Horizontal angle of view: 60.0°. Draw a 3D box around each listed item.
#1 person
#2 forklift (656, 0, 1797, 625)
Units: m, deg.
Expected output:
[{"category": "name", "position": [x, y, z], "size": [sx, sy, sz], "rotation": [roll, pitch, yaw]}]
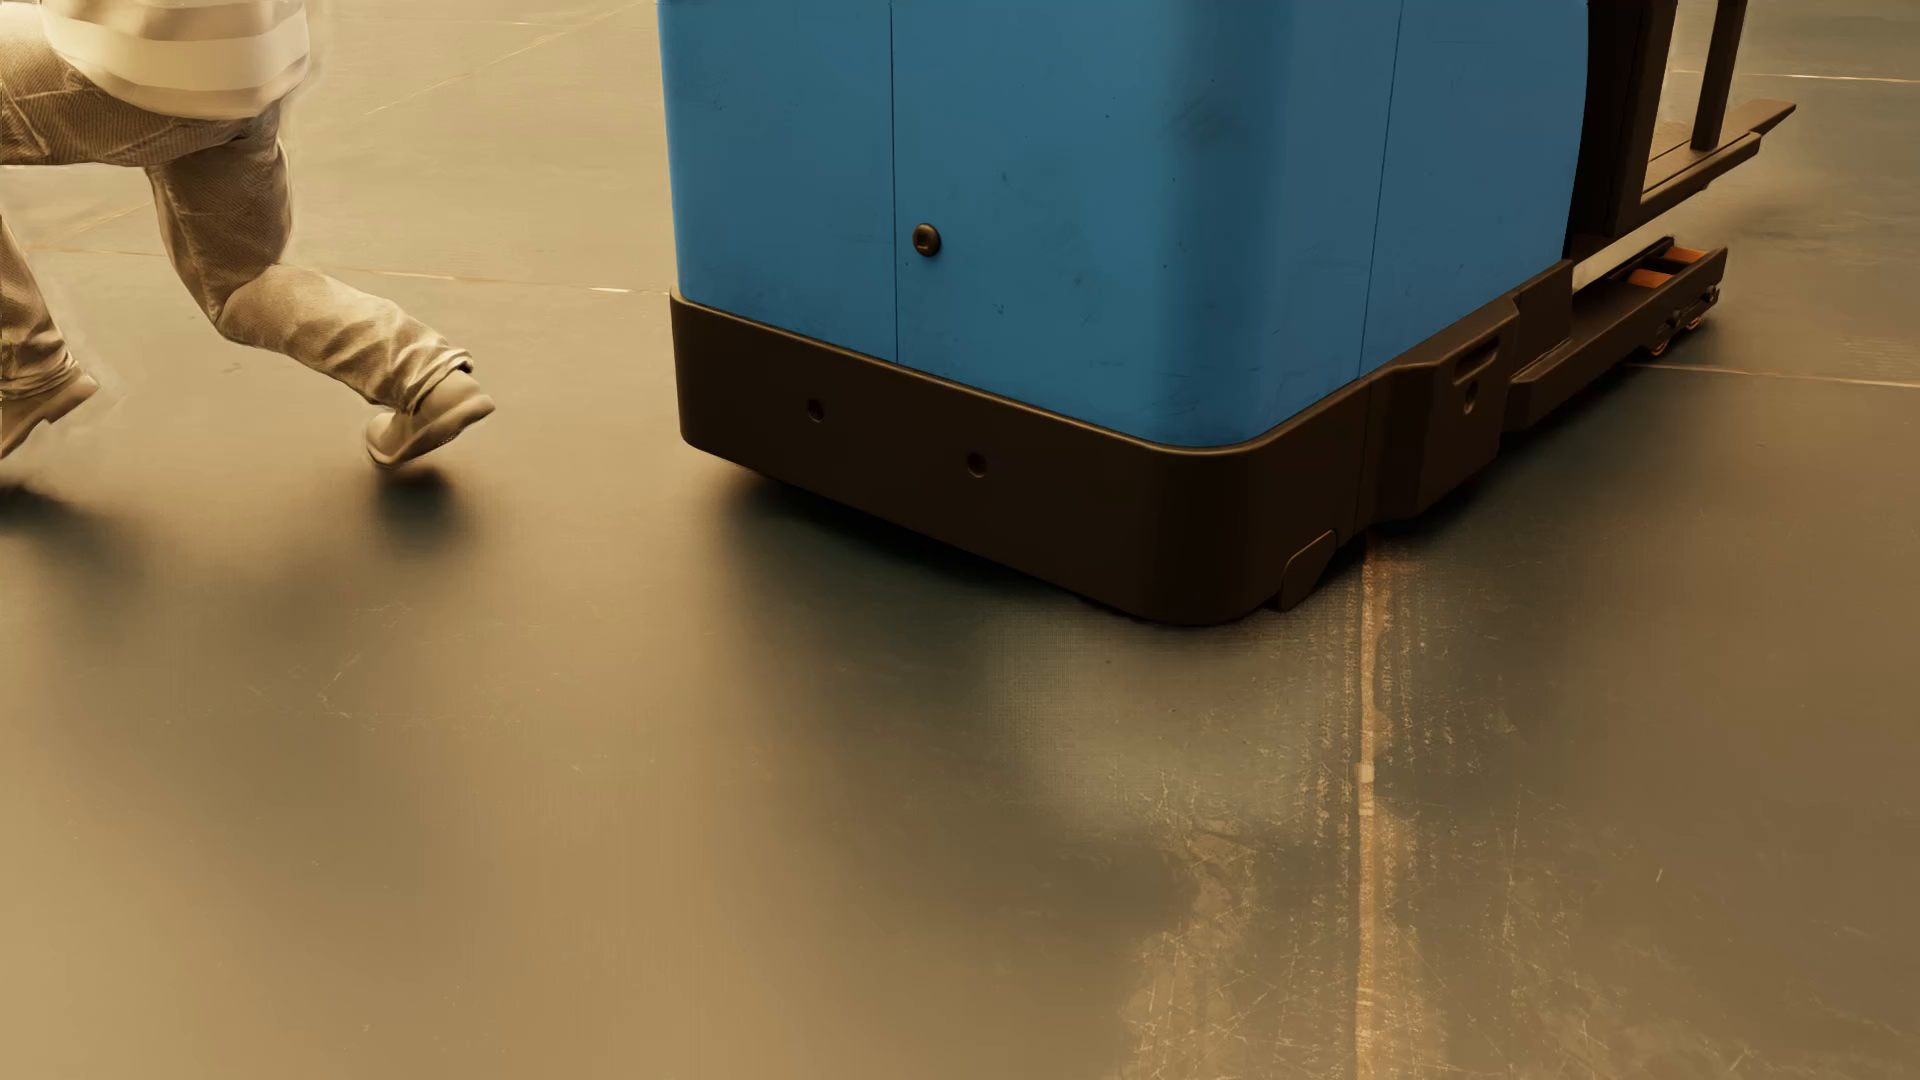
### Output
[{"category": "person", "position": [-1.180, -0.644, 2.142], "size": [0.916, 1.483, 1.067], "rotation": [-1, 27, -1]}, {"category": "forklift", "position": [0.879, -1.790, 2.794], "size": [1.130, 2.935, 3.031], "rotation": [21, 33, 35]}]
